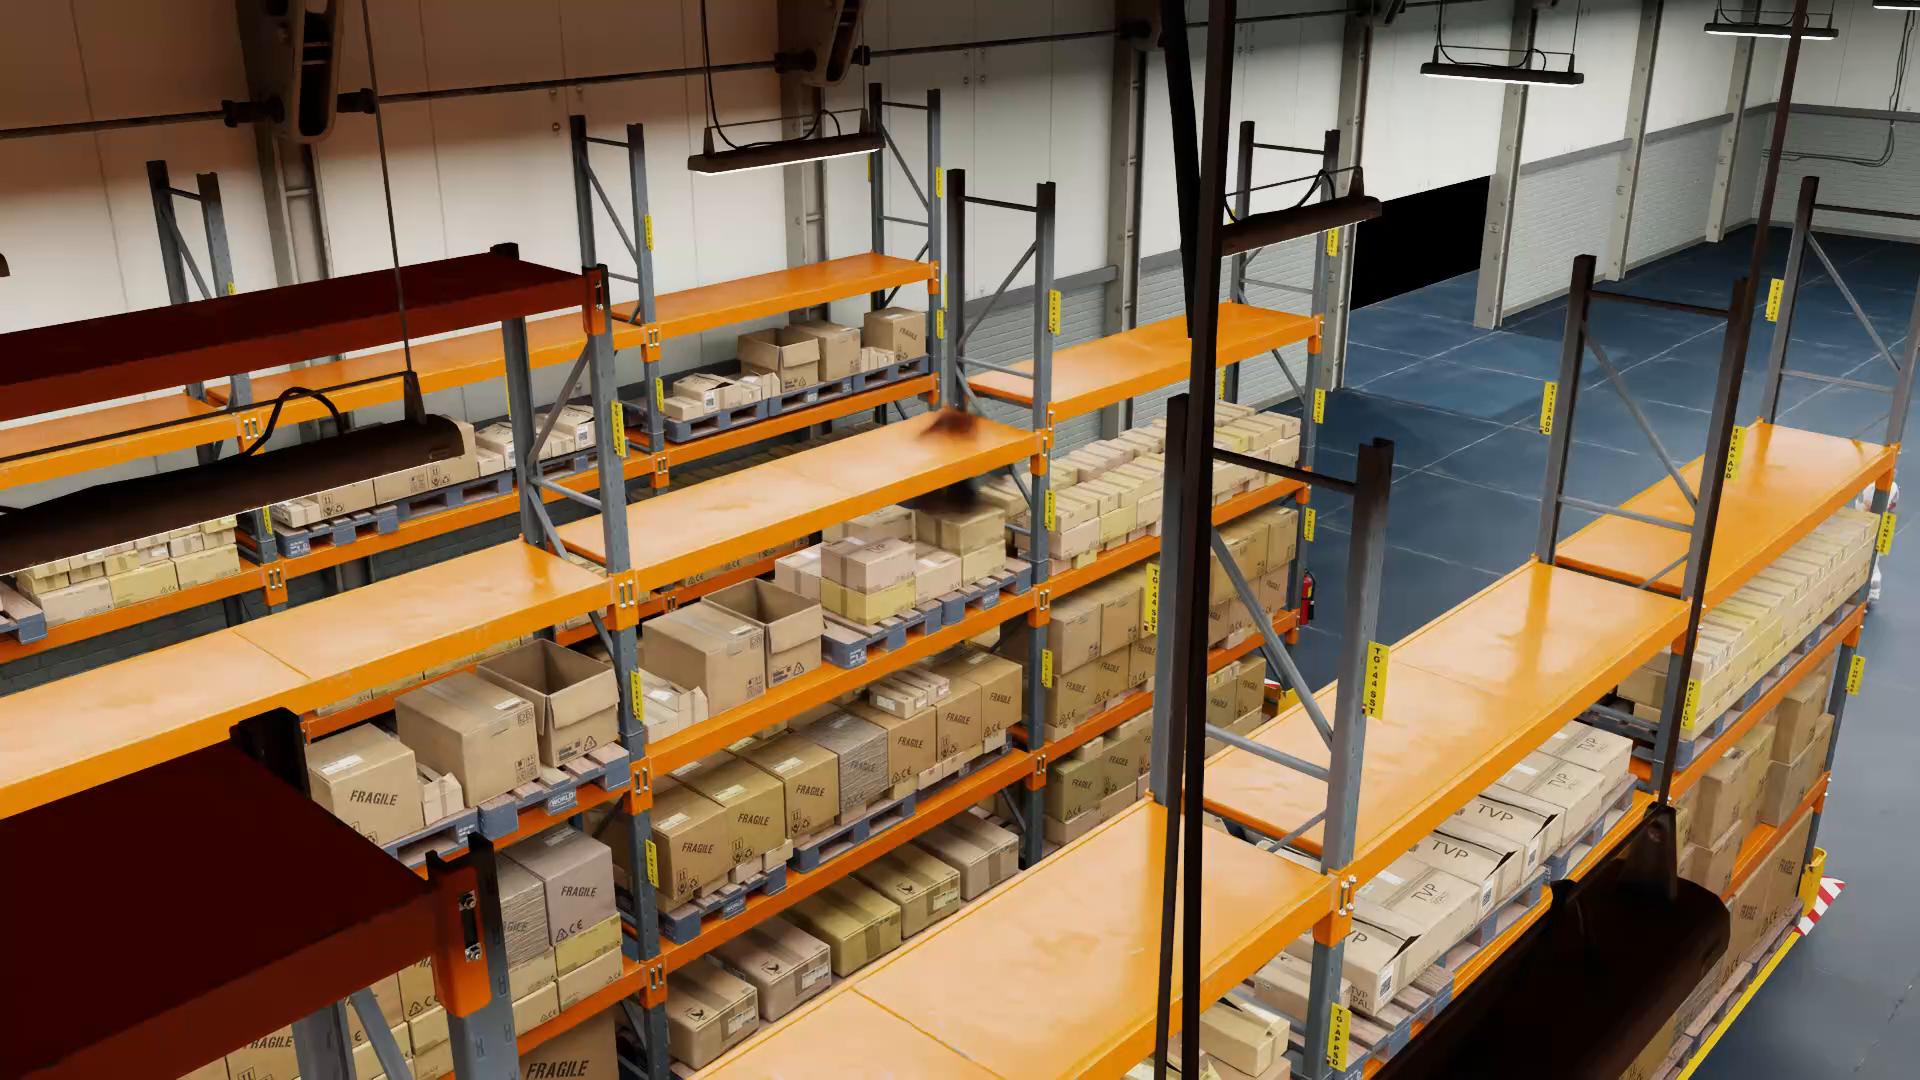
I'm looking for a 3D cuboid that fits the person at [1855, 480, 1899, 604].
[{"bbox_3d":[10.848,-0.111,19.875,0.635,1.824,0.749,-4,22,-10],"label":"person"}]
